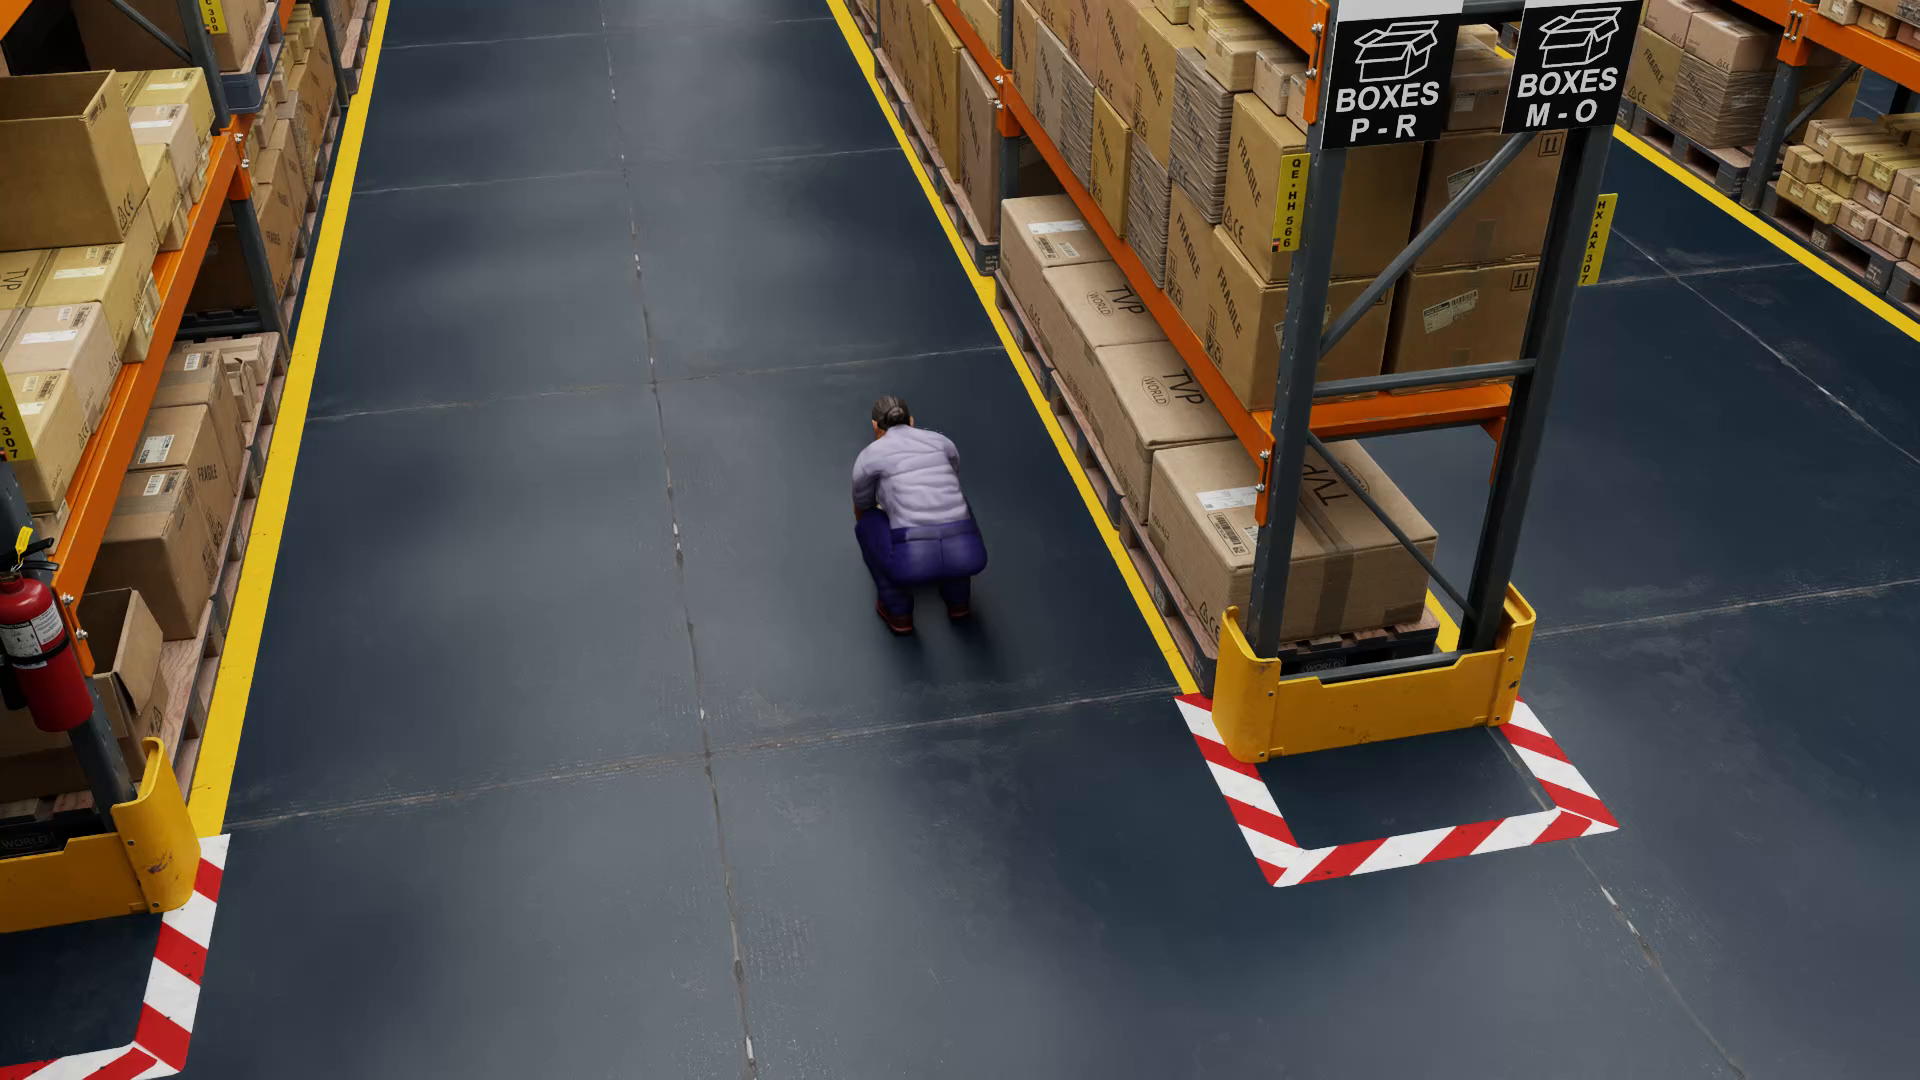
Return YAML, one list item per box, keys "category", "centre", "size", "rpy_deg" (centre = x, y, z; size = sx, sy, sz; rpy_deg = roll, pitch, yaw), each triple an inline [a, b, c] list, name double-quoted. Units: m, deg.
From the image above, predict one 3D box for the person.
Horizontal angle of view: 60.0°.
- category: "person"
  centre: [-0.176, -0.091, 7.016]
  size: [0.517, 0.834, 0.814]
  rpy_deg: [-7, 35, -10]
